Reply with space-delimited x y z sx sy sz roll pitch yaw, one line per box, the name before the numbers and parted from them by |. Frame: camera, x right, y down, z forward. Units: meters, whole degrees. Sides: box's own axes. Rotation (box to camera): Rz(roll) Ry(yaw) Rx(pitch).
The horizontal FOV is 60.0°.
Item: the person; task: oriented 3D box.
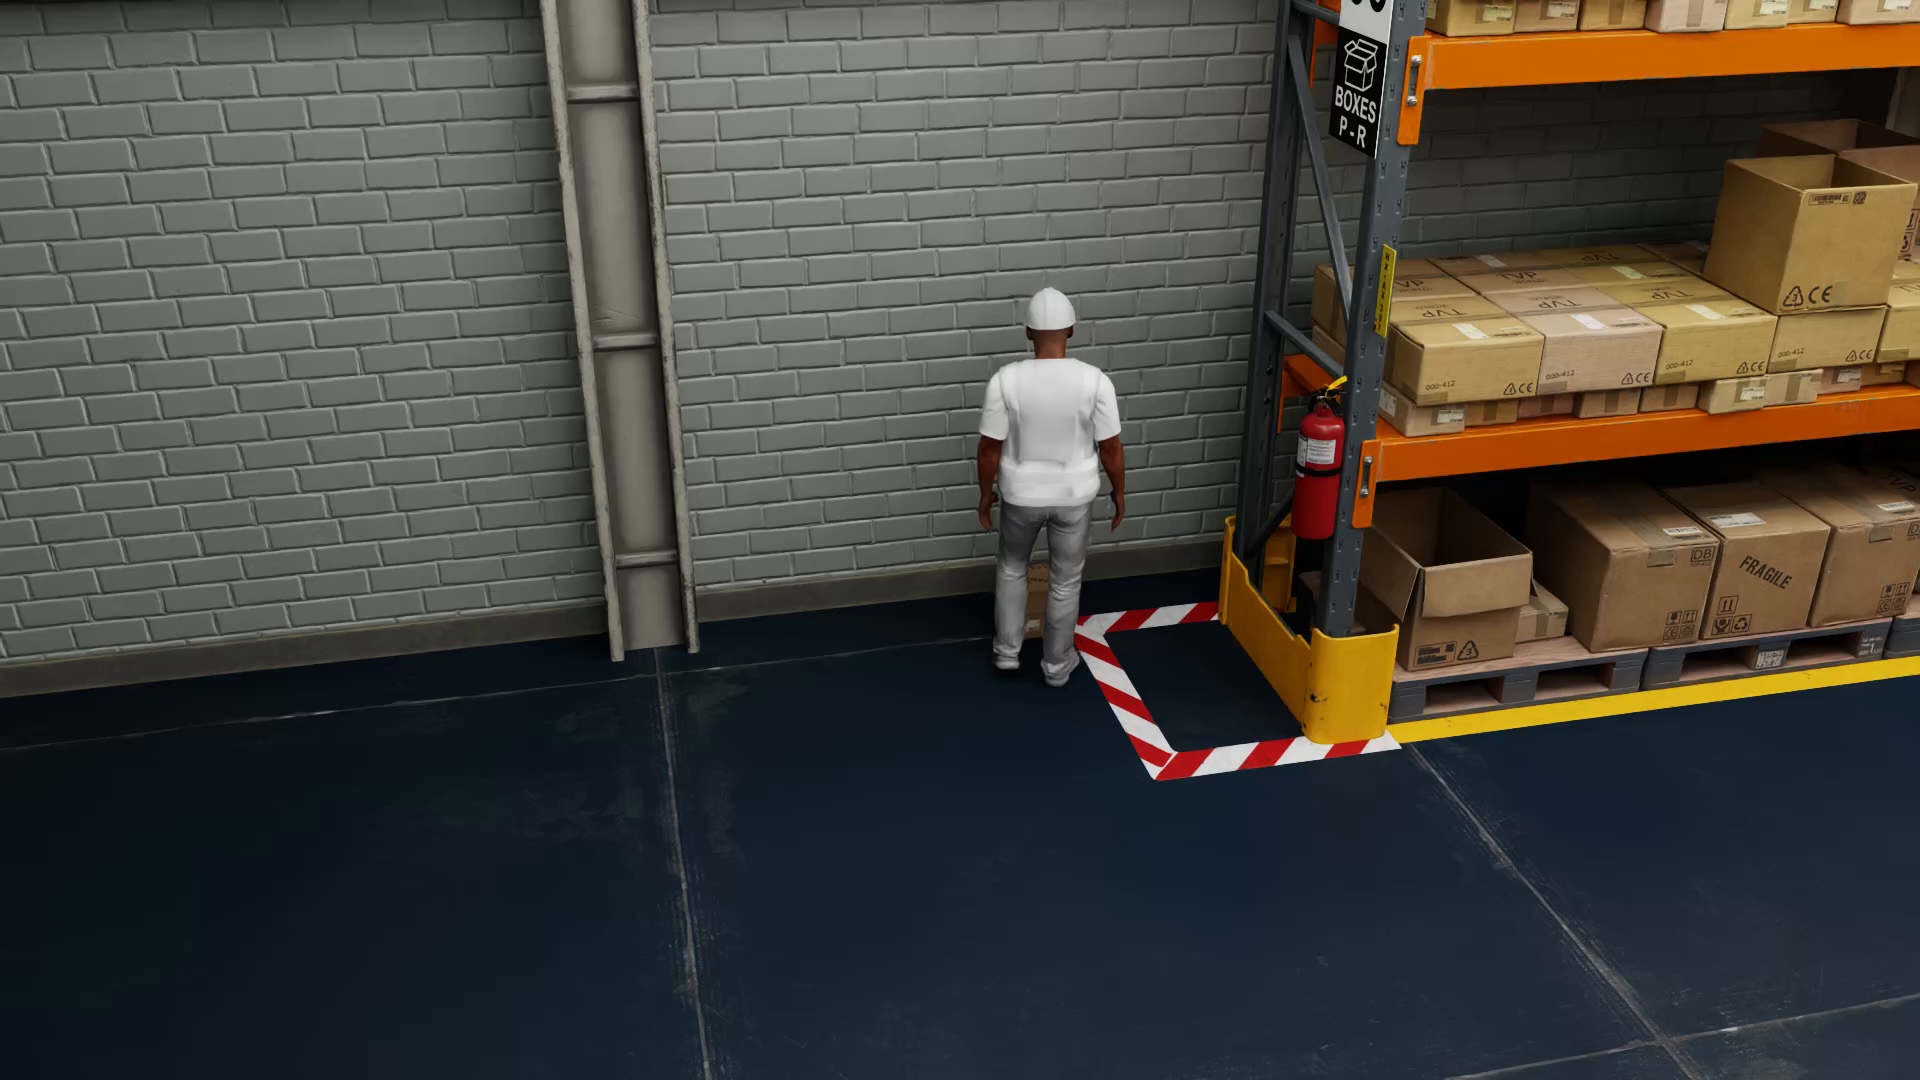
person | 0.388 -0.224 6.982 0.618 1.668 0.346 3 27 6
